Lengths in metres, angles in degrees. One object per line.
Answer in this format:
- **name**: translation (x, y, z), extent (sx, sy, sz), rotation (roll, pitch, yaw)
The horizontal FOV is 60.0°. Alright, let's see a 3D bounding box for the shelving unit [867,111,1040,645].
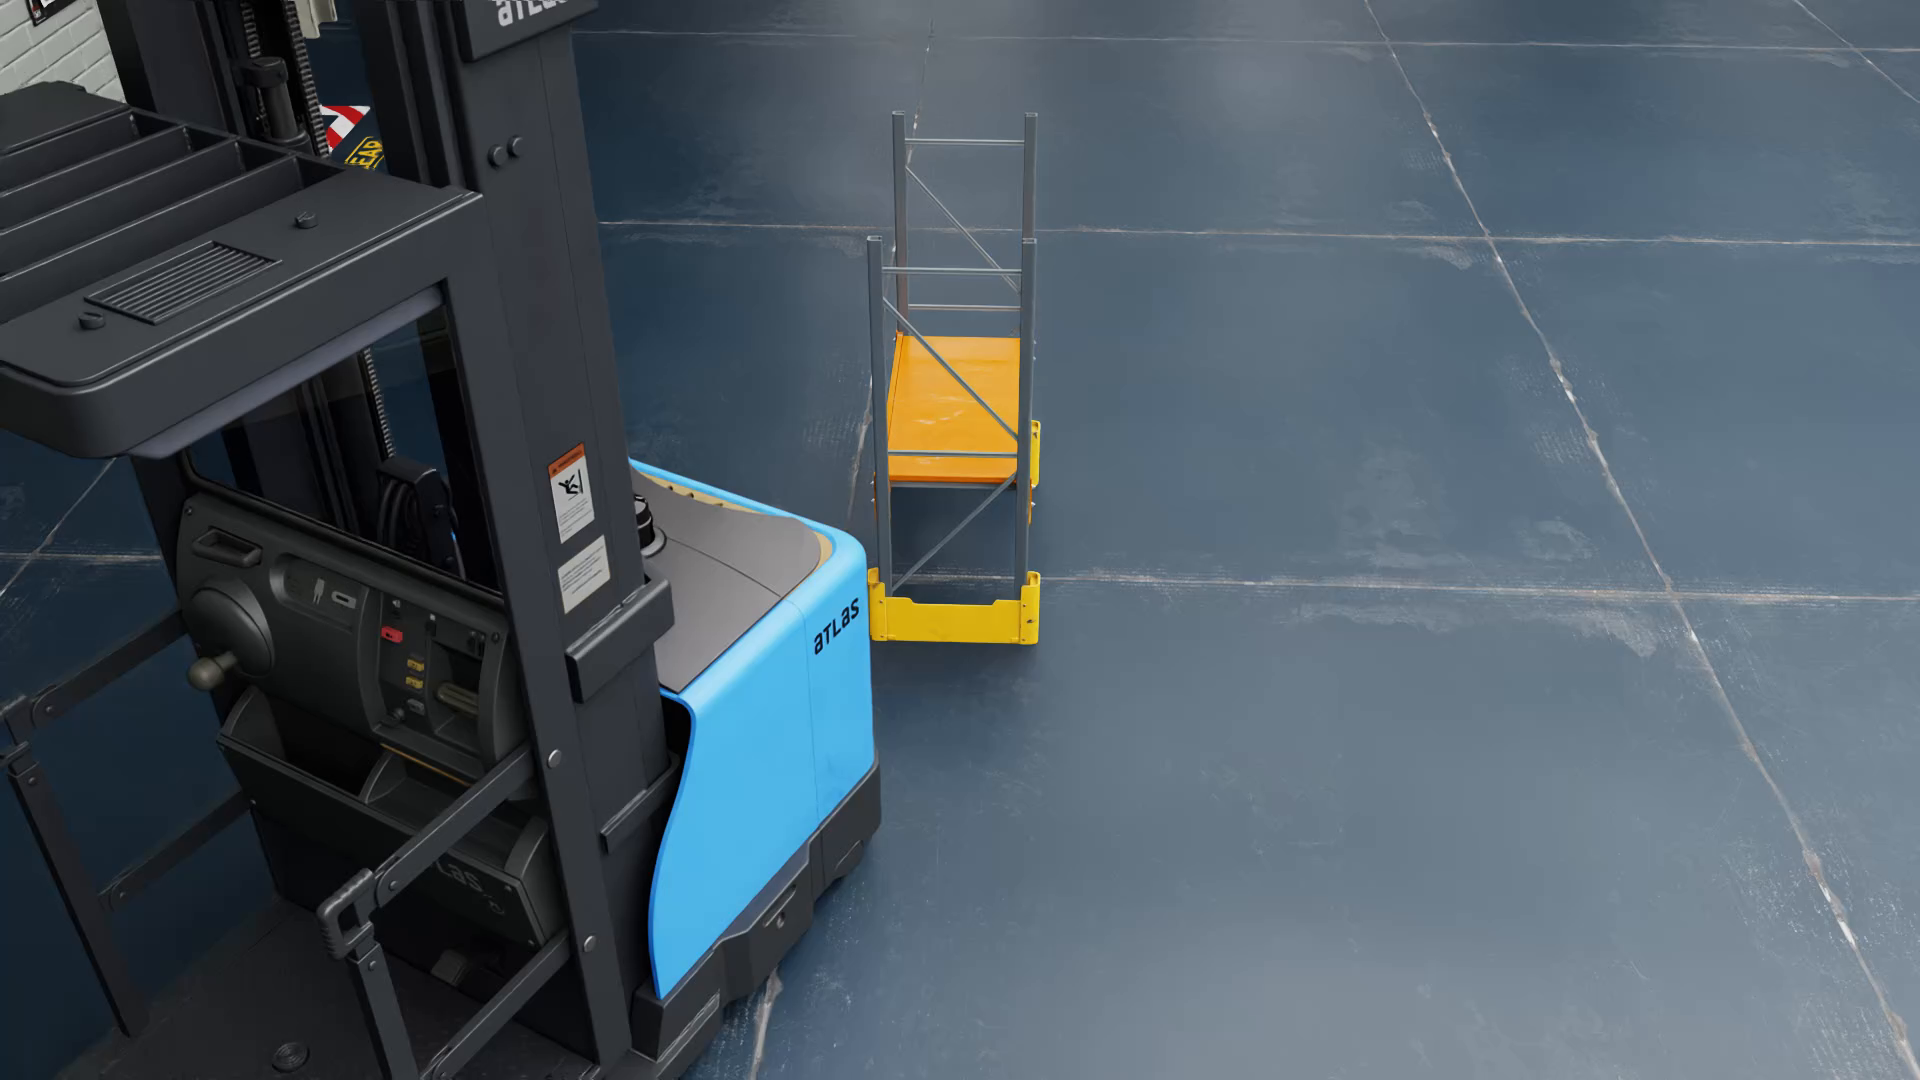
- **shelving unit**: translation (-0.003, -0.570, 5.756), extent (0.587, 1.500, 1.083), rotation (1, 35, 2)

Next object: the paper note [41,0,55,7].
- **paper note**: translation (-4.594, -2.769, 8.348), extent (0.016, 0.148, 0.142), rotation (1, 35, 2)

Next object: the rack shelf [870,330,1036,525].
- **rack shelf**: translation (-0.003, -0.417, 5.852), extent (0.538, 0.185, 1.000), rotation (1, 35, 2)

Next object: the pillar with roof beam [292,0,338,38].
- **pillar with roof beam**: translation (-0.079, -7.004, 8.390), extent (9.100, 9.000, 0.400), rotation (1, 35, 2)

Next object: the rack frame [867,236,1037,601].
- **rack frame**: translation (-0.024, -0.273, 5.333), extent (0.500, 1.500, 0.032), rotation (1, 35, 2)

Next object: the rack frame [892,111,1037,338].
- **rack frame**: translation (0.017, -0.857, 6.165), extent (0.500, 1.500, 0.032), rotation (1, 35, 2)

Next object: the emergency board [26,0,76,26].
- **emergency board**: translation (-4.536, -3.225, 8.231), extent (0.157, 1.169, 0.626), rotation (1, 35, 2)

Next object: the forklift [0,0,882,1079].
- **forklift**: translation (-1.405, 0.269, 3.318), extent (1.130, 2.935, 3.031), rotation (18, 39, 24)

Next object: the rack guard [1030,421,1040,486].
- **rack guard**: translation (0.017, -0.345, 6.523), extent (0.587, 0.250, 0.087), rotation (1, 35, 2)

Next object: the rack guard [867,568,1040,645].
- **rack guard**: translation (-0.023, 0.228, 5.709), extent (0.587, 0.250, 0.087), rotation (1, 35, 2)
